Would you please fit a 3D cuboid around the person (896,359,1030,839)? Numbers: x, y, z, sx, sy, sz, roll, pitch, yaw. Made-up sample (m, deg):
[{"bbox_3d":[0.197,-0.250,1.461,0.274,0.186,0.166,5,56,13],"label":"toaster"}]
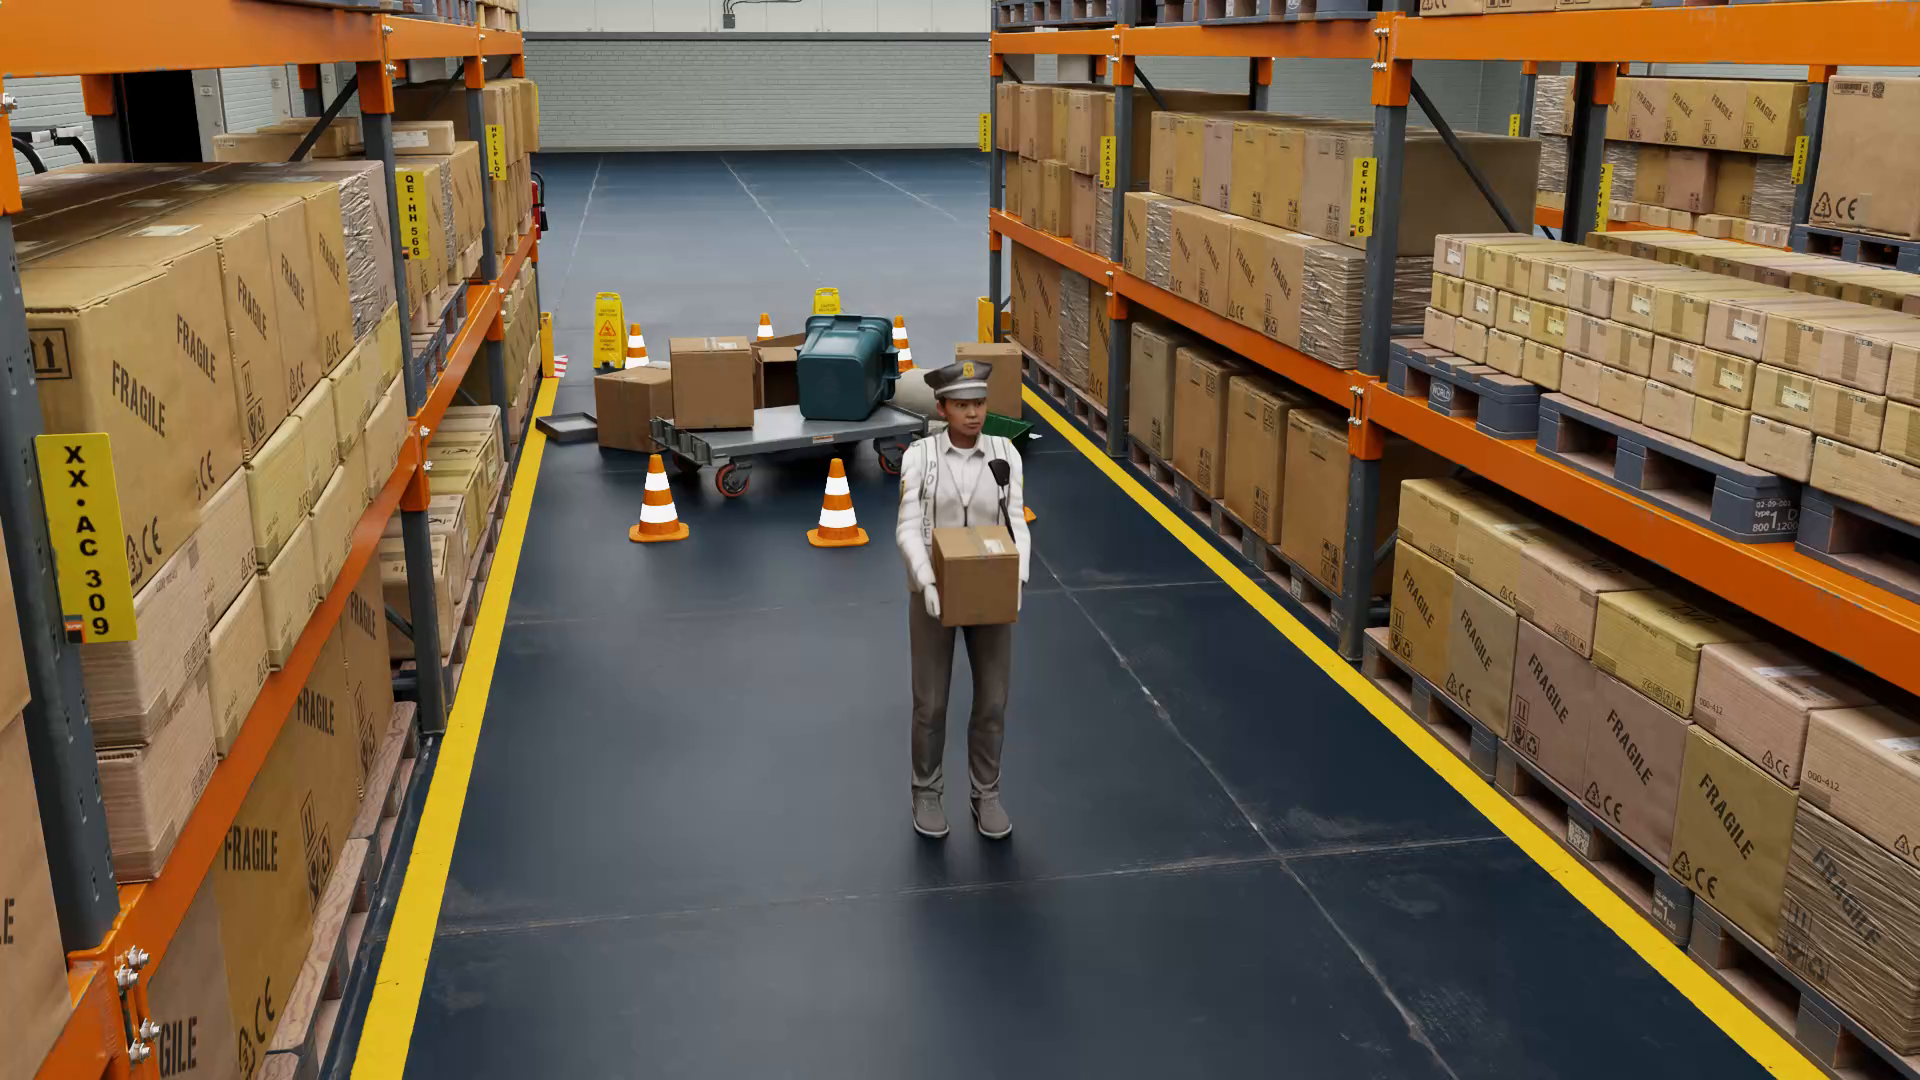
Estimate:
[{"bbox_3d":[0.013,0.219,5.759,0.460,1.689,0.540,-3,17,-10],"label":"person"}]
